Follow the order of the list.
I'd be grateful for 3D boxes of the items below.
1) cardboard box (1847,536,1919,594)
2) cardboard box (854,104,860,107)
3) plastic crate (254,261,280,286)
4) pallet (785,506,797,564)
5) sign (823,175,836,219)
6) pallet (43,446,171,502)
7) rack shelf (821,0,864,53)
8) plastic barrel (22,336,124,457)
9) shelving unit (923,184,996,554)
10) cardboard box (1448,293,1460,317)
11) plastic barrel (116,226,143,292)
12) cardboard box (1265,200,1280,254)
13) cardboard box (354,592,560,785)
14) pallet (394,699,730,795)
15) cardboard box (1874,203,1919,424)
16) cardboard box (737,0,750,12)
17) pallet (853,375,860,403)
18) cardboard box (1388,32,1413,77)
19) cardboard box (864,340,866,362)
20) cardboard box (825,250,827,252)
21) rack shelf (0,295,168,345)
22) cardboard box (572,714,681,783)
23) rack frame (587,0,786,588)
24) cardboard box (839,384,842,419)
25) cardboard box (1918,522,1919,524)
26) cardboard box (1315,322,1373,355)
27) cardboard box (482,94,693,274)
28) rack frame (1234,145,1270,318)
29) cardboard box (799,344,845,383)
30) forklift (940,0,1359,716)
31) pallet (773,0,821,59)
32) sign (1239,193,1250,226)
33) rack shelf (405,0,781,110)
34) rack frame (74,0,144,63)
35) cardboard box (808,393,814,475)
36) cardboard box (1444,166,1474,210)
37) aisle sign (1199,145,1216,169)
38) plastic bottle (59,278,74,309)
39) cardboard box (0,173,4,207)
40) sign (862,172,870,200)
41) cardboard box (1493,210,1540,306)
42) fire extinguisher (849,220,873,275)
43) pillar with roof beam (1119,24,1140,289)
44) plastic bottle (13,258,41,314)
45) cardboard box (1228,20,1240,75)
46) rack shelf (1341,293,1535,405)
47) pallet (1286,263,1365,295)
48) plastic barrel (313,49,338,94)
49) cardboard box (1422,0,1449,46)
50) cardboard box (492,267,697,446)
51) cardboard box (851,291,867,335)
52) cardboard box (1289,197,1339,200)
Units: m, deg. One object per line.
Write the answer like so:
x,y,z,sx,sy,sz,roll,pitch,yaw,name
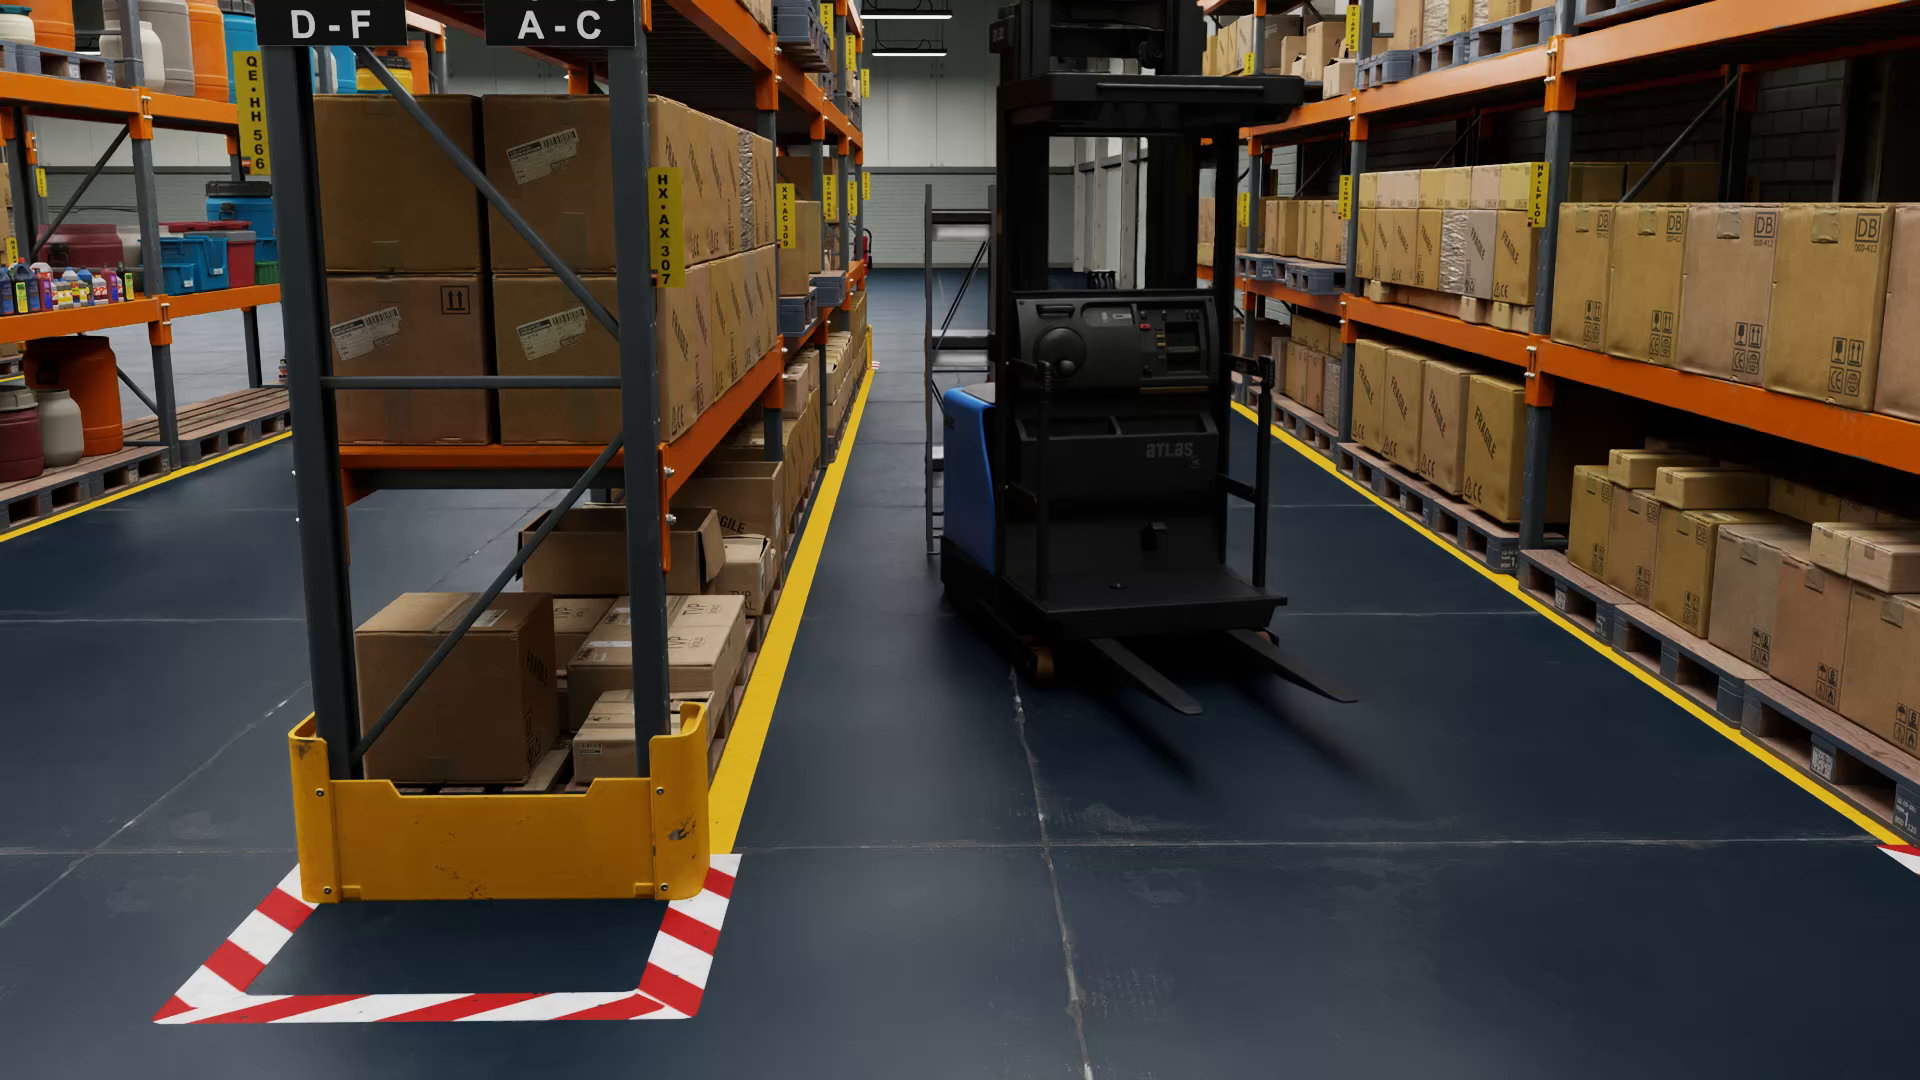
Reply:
3.300,0.084,5.701,0.380,0.149,0.250,0,11,-2,cardboard box
-1.396,-5.057,18.864,0.500,0.250,0.500,0,11,-1,cardboard box
-6.235,-2.350,14.631,0.450,0.188,0.662,0,11,-1,plastic crate
-1.491,-0.023,9.642,1.003,0.211,1.213,0,11,-1,pallet
-0.976,-2.556,12.401,0.100,0.325,0.005,0,11,-1,sign
-6.413,-0.480,11.897,1.003,0.211,1.213,0,11,-1,pallet
-1.643,-5.607,17.881,1.077,0.370,4.000,0,11,-1,rack shelf
-6.444,-1.049,12.086,0.600,0.830,0.708,0,11,-1,plastic barrel
0.003,-0.996,9.688,0.431,2.100,0.503,0,11,-1,shelving unit
3.244,-1.455,10.266,0.380,0.149,0.250,-1,11,-3,cardboard box
-6.706,-2.262,13.383,0.421,0.512,0.421,0,11,0,plastic barrel
3.328,-3.003,15.958,0.700,0.500,0.500,0,11,-1,cardboard box
-1.611,0.469,5.382,0.500,0.500,0.500,0,11,-1,cardboard box
-1.372,0.760,5.782,1.003,0.211,1.213,0,11,-1,pallet
3.579,-0.702,5.223,0.980,0.700,0.700,0,11,1,cardboard box
-1.141,-2.330,6.834,0.500,0.250,0.500,0,11,-1,cardboard box
-1.576,-1.610,17.464,1.003,0.211,1.213,0,11,-1,pallet
3.649,-3.717,12.992,0.500,0.500,0.500,0,11,-1,cardboard box
-1.343,-2.168,19.059,0.500,0.250,0.500,0,11,-1,cardboard box
-1.547,-2.647,15.940,0.500,0.250,0.500,0,11,2,cardboard box
-6.430,-1.254,10.503,1.077,0.370,4.000,0,11,-1,rack shelf
-1.018,0.664,5.306,0.380,0.149,0.250,0,11,-1,cardboard box
-1.436,-1.228,8.568,1.000,3.000,0.127,0,11,-1,rack frame
-1.264,-1.190,14.240,0.500,0.250,0.500,-1,11,-3,cardboard box
3.676,0.032,5.957,0.380,0.149,0.250,0,11,-1,cardboard box
3.402,-1.761,14.490,0.500,0.250,0.500,0,11,-1,cardboard box
-1.099,-1.061,4.980,0.500,0.500,0.500,0,11,1,cardboard box
3.269,-3.635,20.430,1.000,3.000,0.127,0,11,-1,rack frame
-1.275,-1.570,14.701,0.500,0.311,0.500,0,11,-2,cardboard box
0.757,-0.909,7.166,1.130,2.935,3.031,-3,12,-14,forklift
-1.379,-2.736,8.929,1.213,0.211,1.003,0,11,-1,pallet
2.809,-3.260,16.406,0.100,0.325,0.005,0,11,-1,sign
-1.395,-1.948,6.382,1.077,0.370,4.000,0,11,-1,rack shelf
-6.471,-4.944,11.794,1.000,3.000,0.127,0,11,-1,rack frame
-1.254,-0.726,11.274,0.500,0.500,0.500,-1,11,-3,cardboard box
3.240,-2.116,10.010,0.500,0.250,0.500,0,11,0,cardboard box
2.967,-4.922,20.236,0.394,0.787,0.004,0,11,-1,aisle sign
-6.037,-1.662,11.207,0.097,0.201,0.097,0,11,0,plastic bottle
-11.314,-4.051,18.967,0.500,0.500,0.500,0,11,-1,cardboard box
-1.141,-4.296,20.185,0.100,0.325,0.005,0,11,-1,sign
3.255,-1.545,9.078,0.500,0.500,0.500,0,11,-2,cardboard box
-1.222,-3.601,20.459,0.296,0.674,0.183,0,11,-1,fire extinguisher
-0.528,-9.999,36.715,9.100,9.000,0.548,0,11,-1,pillar with roof beam
-6.051,-1.642,10.731,0.144,0.351,0.185,0,11,-1,plastic bottle
3.048,-5.066,17.126,0.500,0.500,0.500,0,11,2,cardboard box
3.475,-1.294,10.703,1.077,0.370,4.000,0,11,-1,rack shelf
3.313,-2.092,13.307,1.213,0.211,1.003,0,11,-1,pallet
-6.366,-4.616,16.385,0.421,0.512,0.421,0,11,0,plastic barrel
3.565,-3.578,11.248,0.700,0.500,0.500,-1,12,-4,cardboard box
-1.099,-0.571,5.079,0.500,0.500,0.500,0,11,0,cardboard box
-1.375,-2.734,19.964,0.500,0.500,0.500,0,11,-1,cardboard box
3.550,-3.238,16.914,0.500,0.500,0.500,-1,11,-2,cardboard box
